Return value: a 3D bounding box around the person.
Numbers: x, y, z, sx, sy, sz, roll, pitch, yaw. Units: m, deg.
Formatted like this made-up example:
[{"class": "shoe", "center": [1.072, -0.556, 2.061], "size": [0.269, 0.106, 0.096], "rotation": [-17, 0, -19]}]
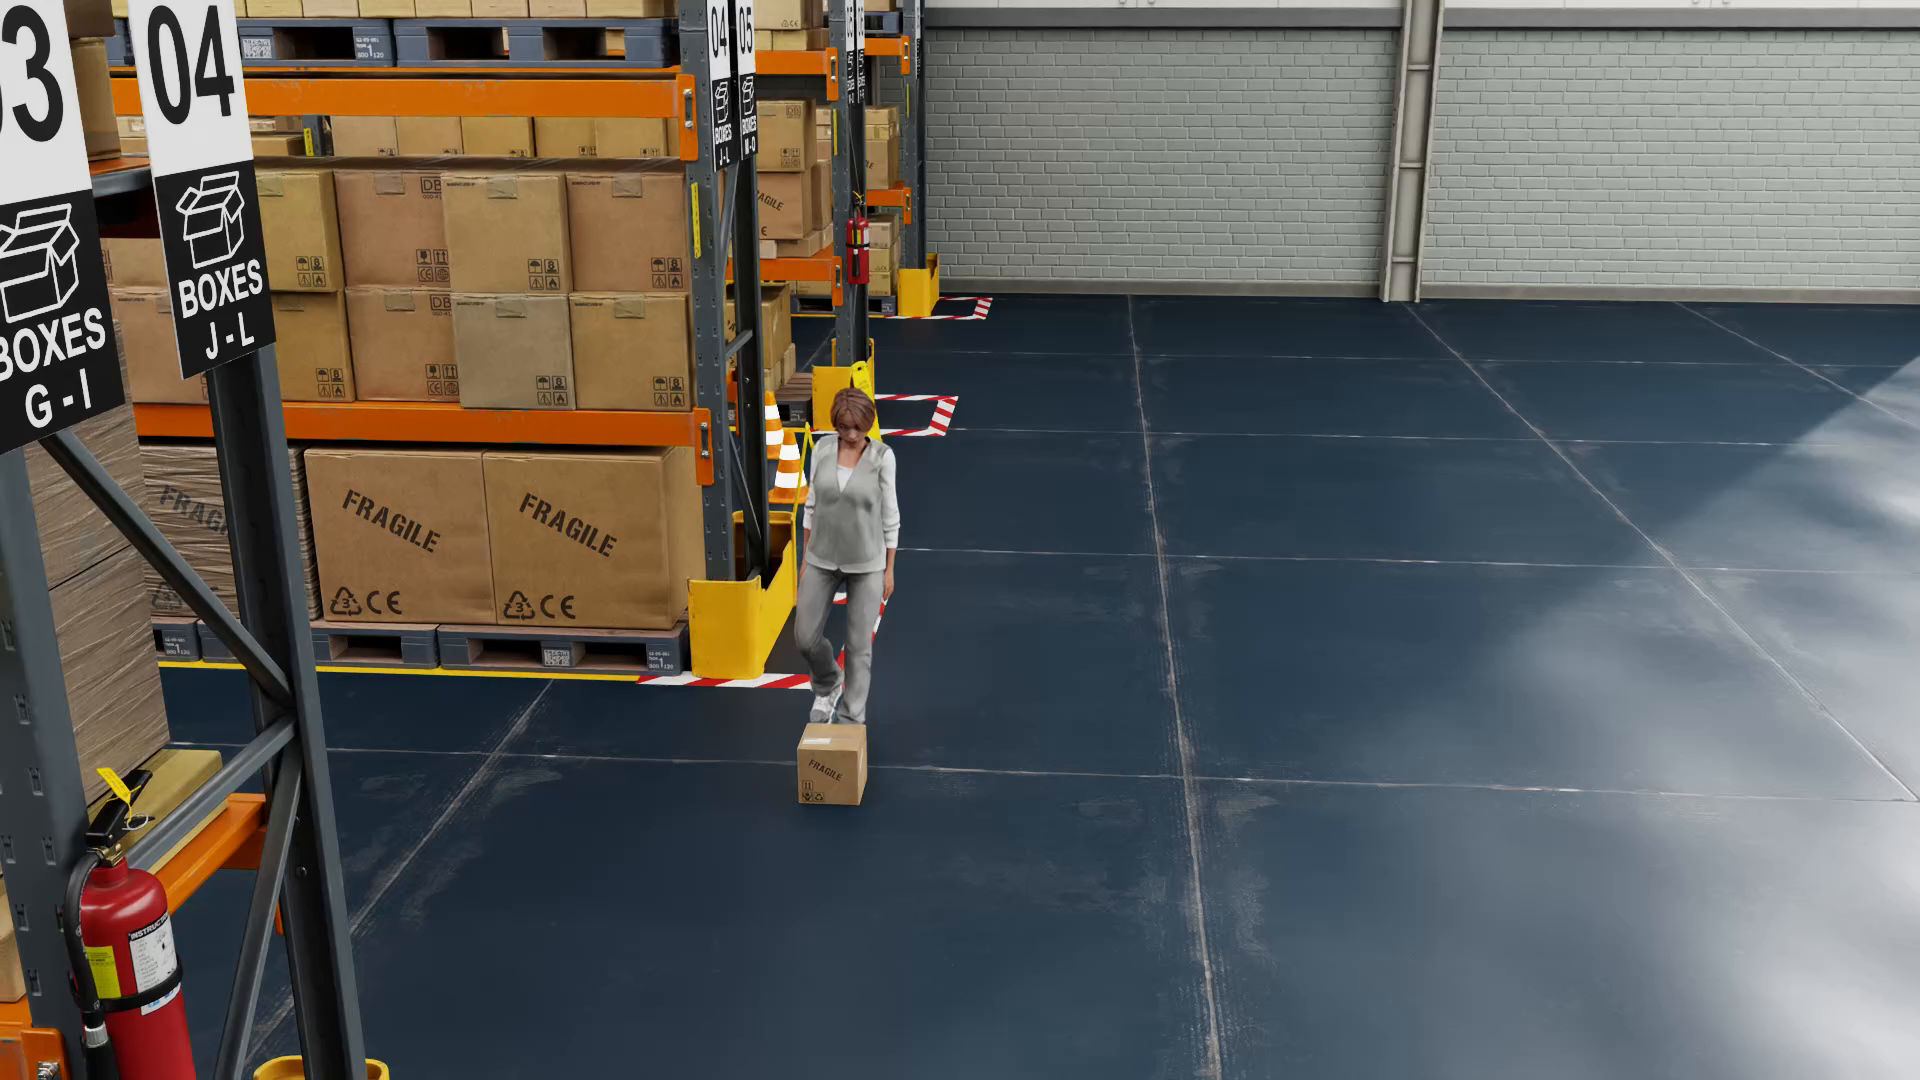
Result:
[{"class": "person", "center": [-0.487, 0.133, 7.075], "size": [0.442, 1.585, 0.518], "rotation": [3, 18, 10]}]
